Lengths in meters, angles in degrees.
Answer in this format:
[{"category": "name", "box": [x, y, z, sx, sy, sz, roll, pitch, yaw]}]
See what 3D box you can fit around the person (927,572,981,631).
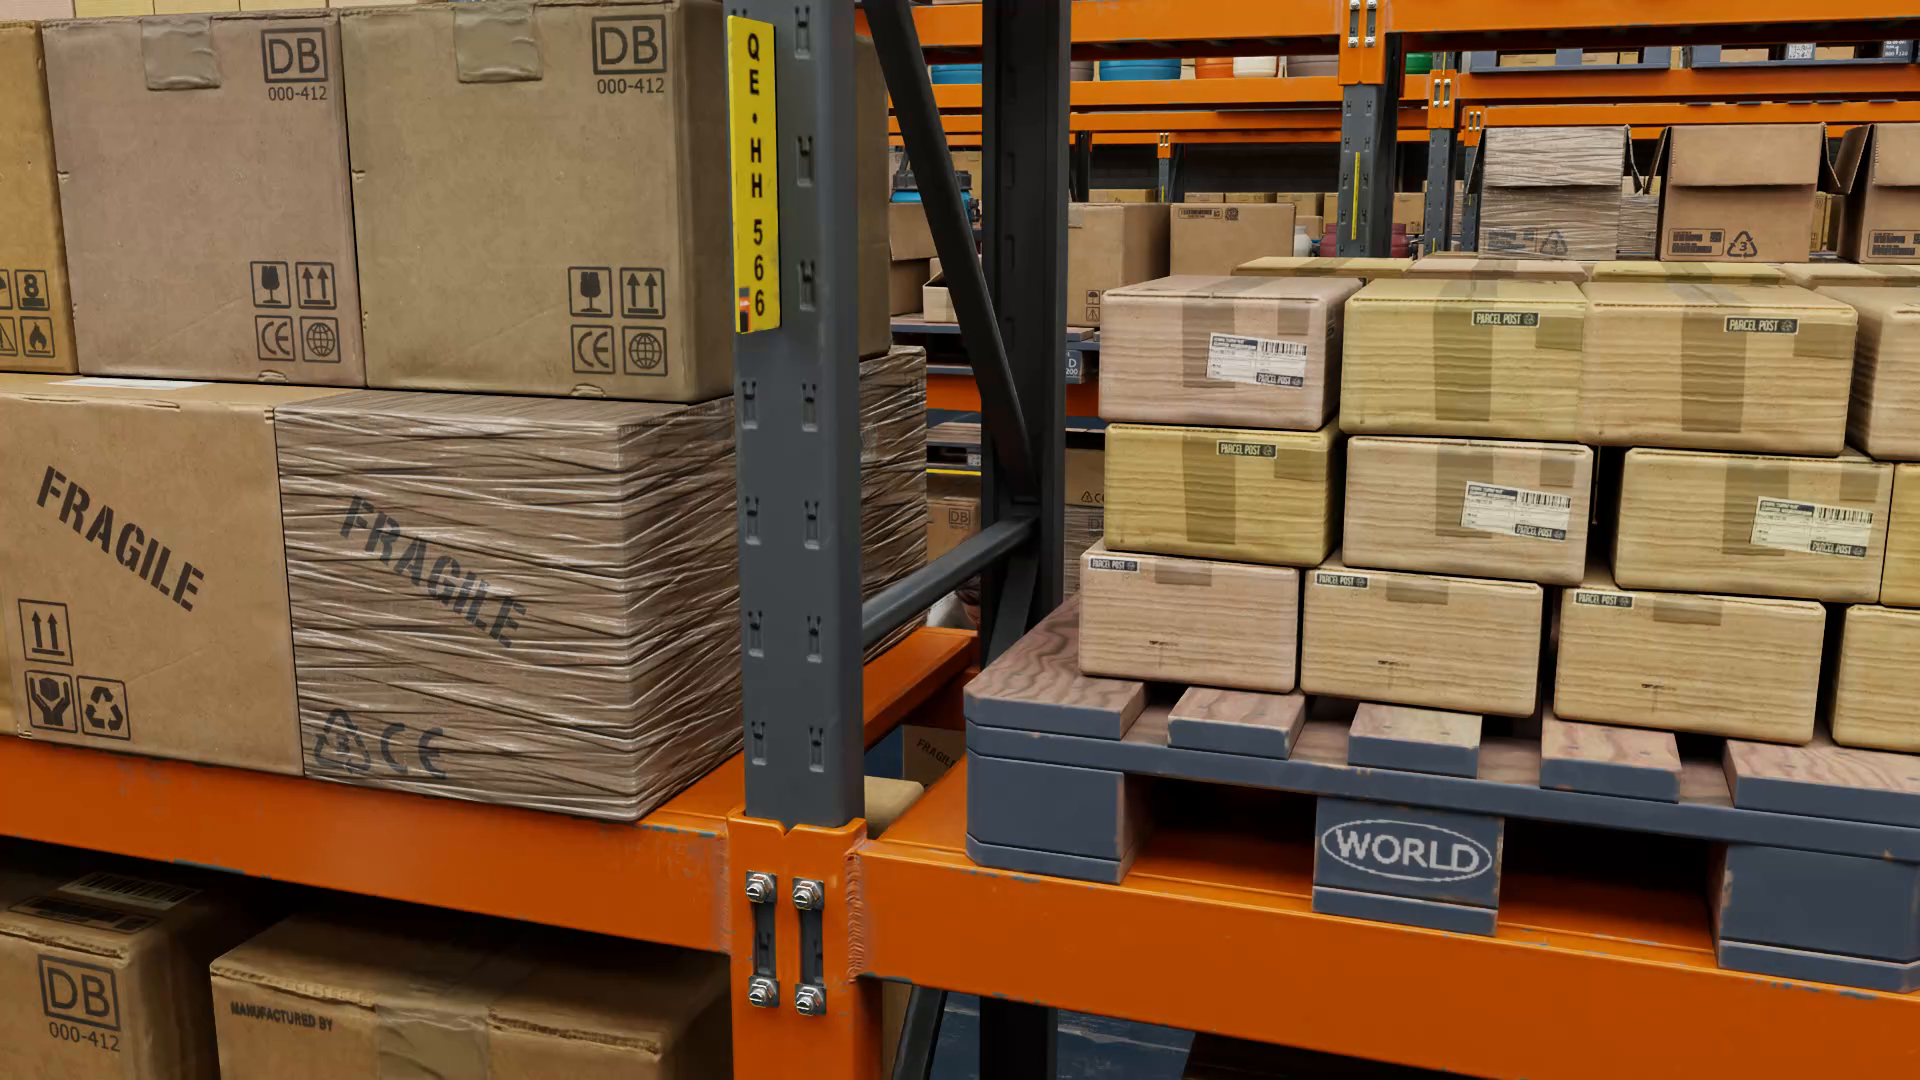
[{"category": "person", "box": [0.122, 0.468, 5.560, 0.476, 0.930, 0.801, 4, 13, 18]}]
